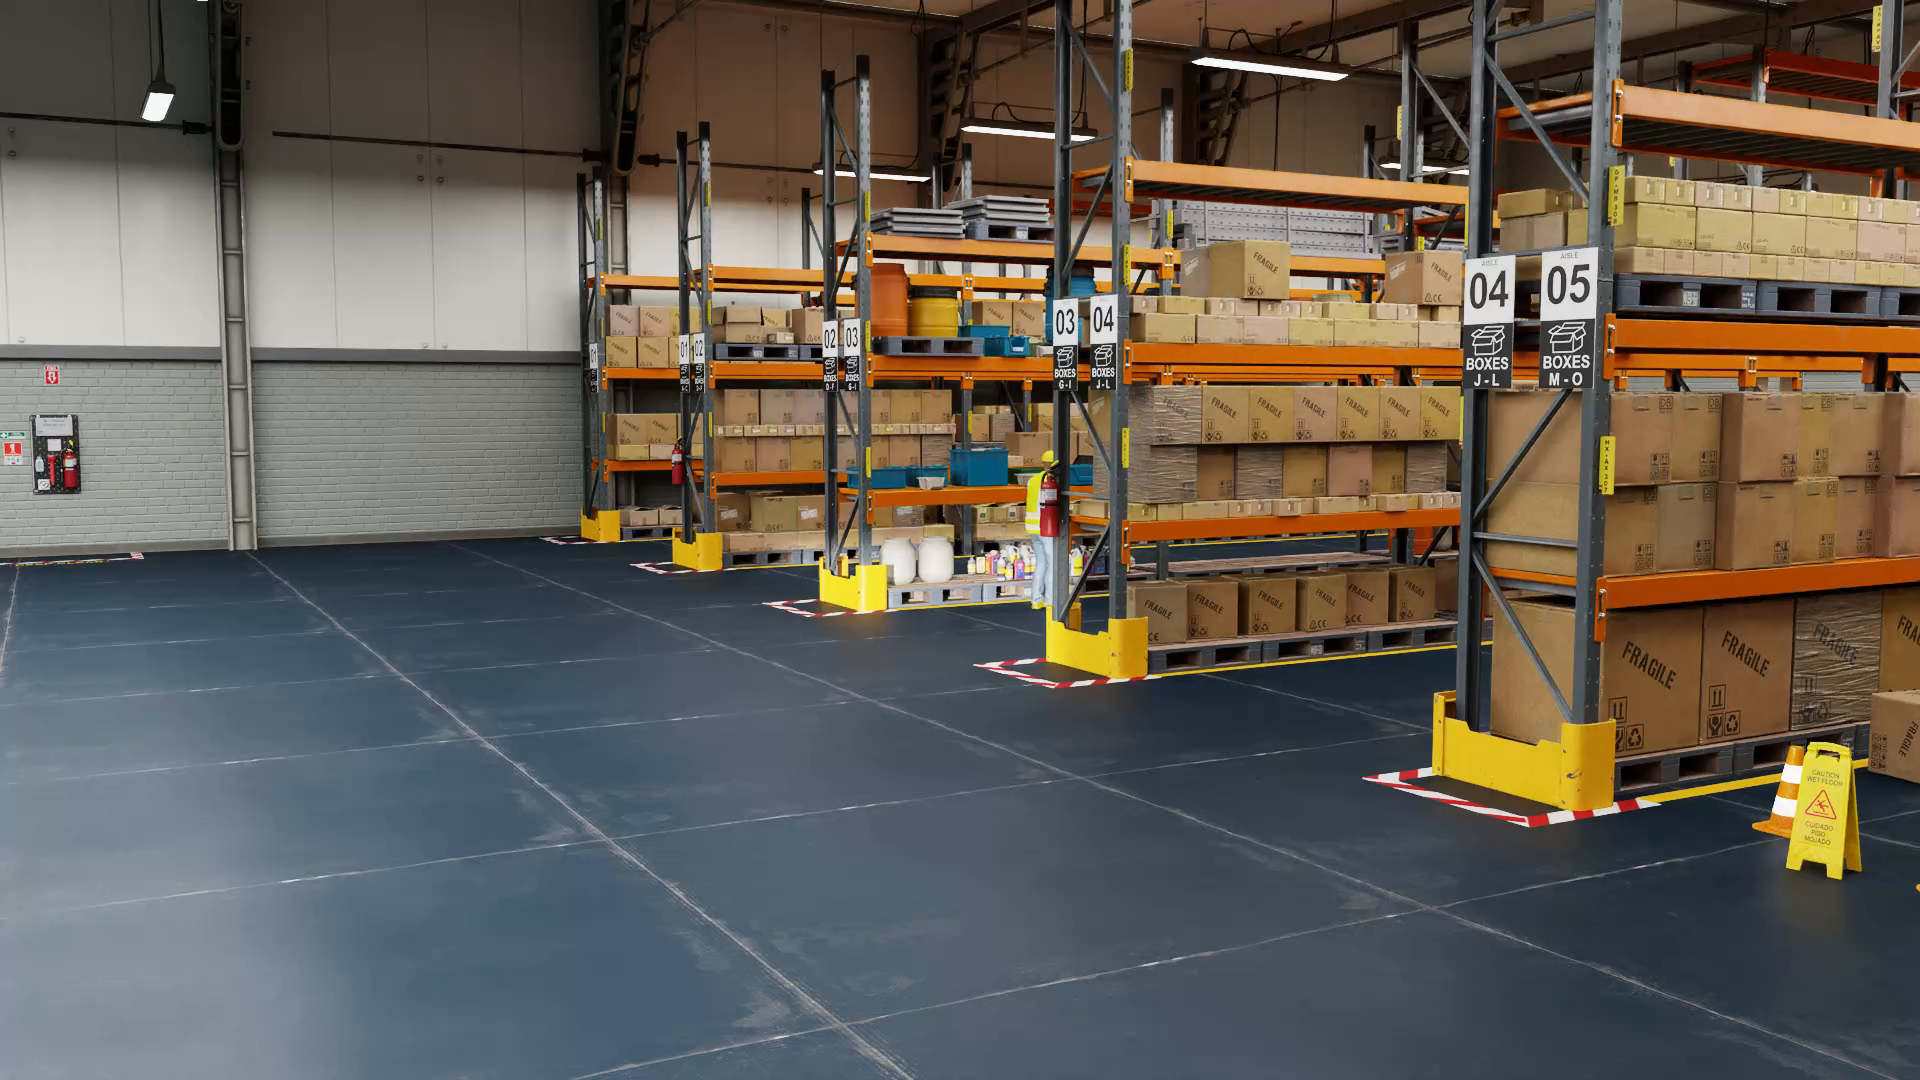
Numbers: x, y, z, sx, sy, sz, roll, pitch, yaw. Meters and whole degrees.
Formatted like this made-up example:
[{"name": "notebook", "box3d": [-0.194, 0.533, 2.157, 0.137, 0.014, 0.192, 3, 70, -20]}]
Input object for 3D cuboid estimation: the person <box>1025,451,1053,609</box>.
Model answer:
[{"name": "person", "box3d": [0.976, -0.107, 18.376, 0.459, 1.761, 0.627, -3, 6, -29]}]
